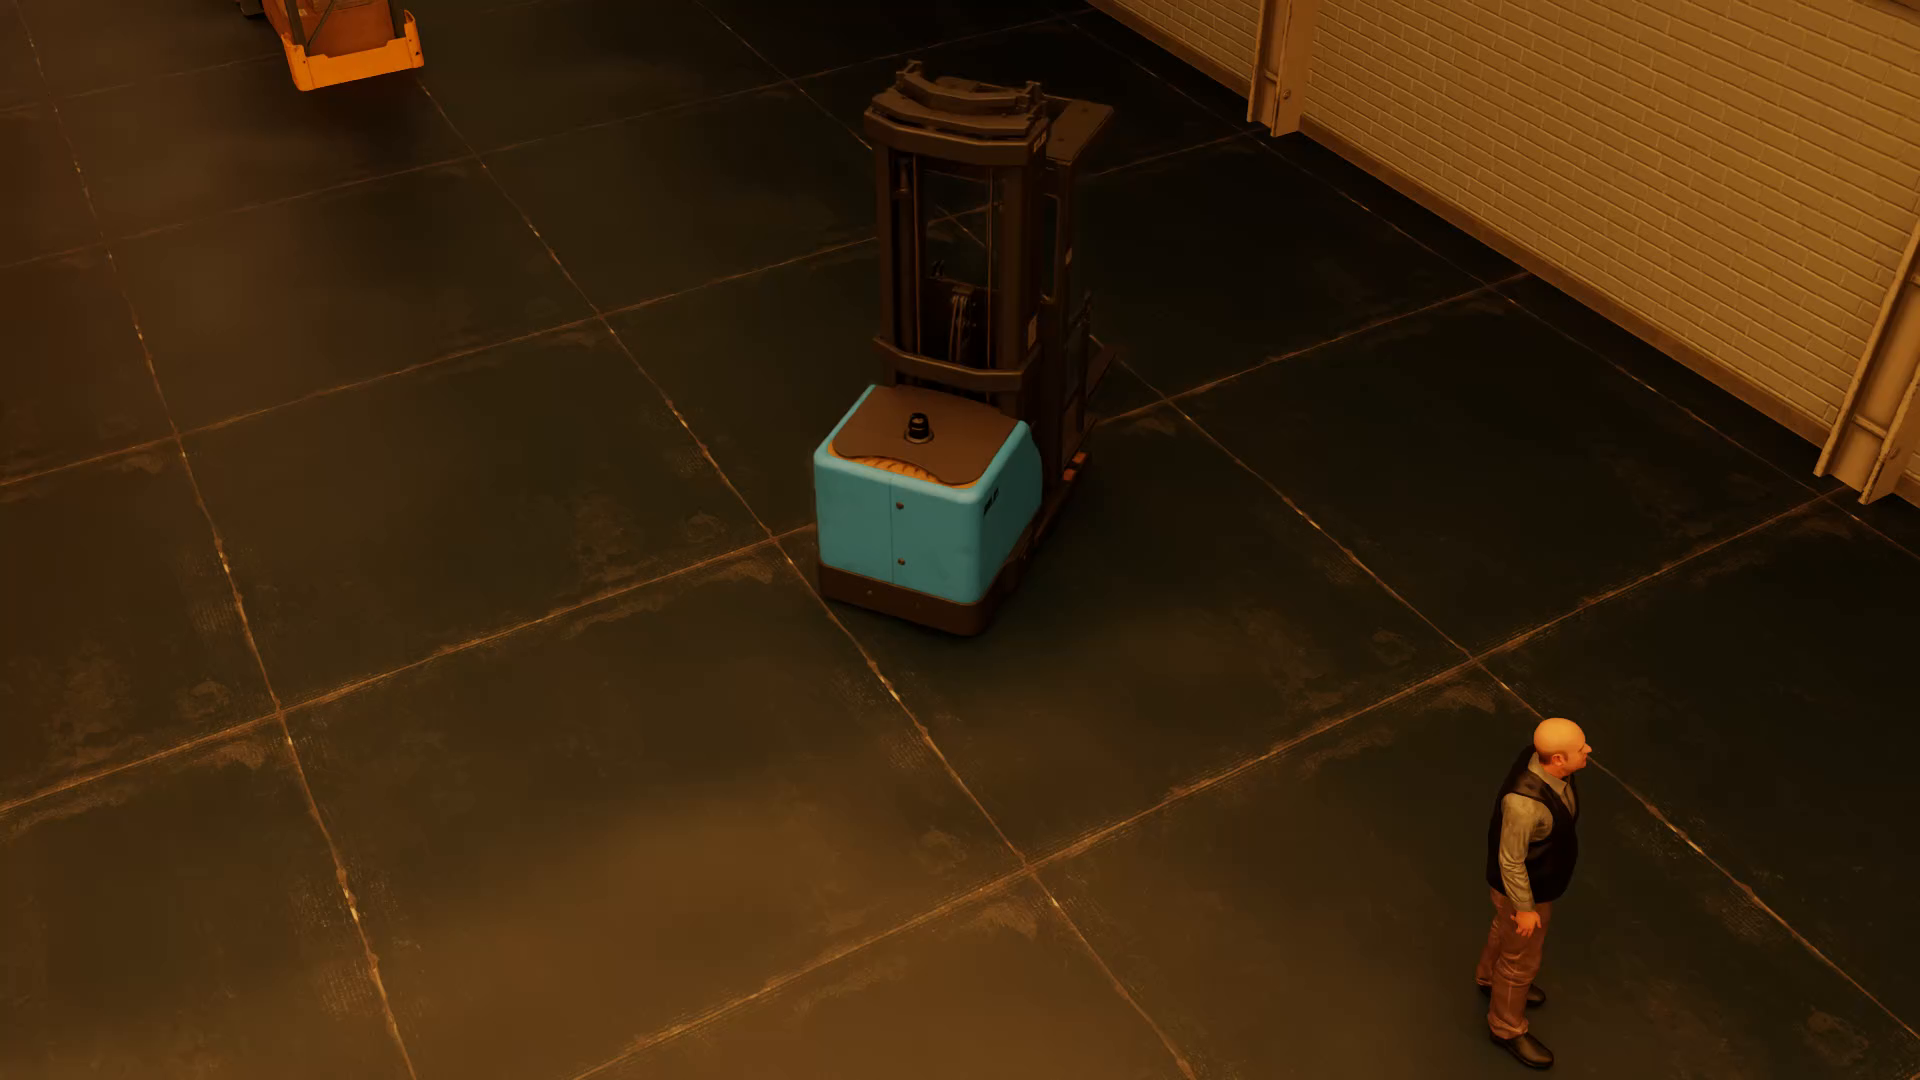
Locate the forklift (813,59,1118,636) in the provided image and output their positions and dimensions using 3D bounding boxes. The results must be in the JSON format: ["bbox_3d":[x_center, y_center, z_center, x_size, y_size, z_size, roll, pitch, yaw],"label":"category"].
[{"bbox_3d":[0.205,-1.519,9.868,1.130,2.935,3.031,15,42,18],"label":"forklift"}]

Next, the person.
[{"bbox_3d":[2.532,1.471,7.199,0.569,1.720,0.633,19,43,21],"label":"person"}]
